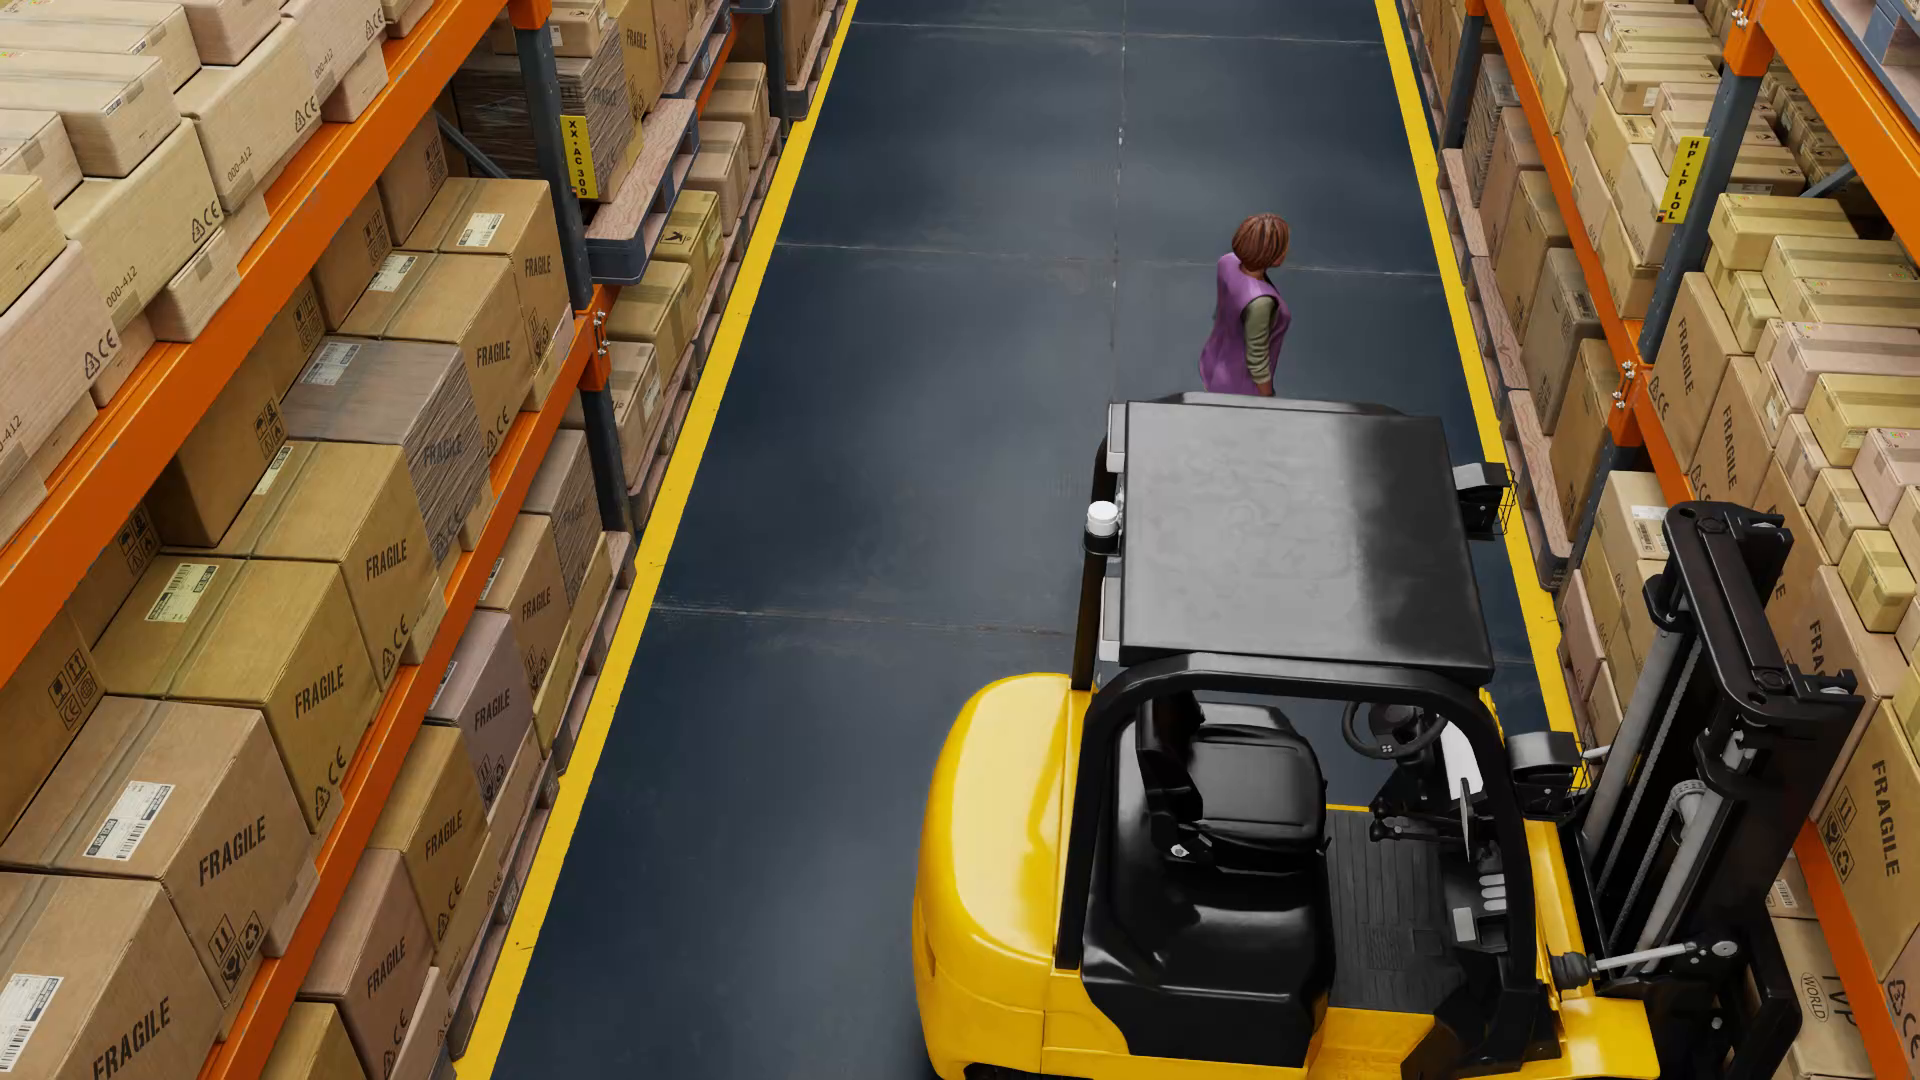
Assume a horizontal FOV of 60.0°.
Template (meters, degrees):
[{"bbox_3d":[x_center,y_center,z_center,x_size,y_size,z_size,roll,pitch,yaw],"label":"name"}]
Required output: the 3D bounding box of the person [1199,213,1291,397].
[{"bbox_3d":[1.189,-0.657,6.919,0.418,1.587,0.478,-3,41,-4],"label":"person"}]
